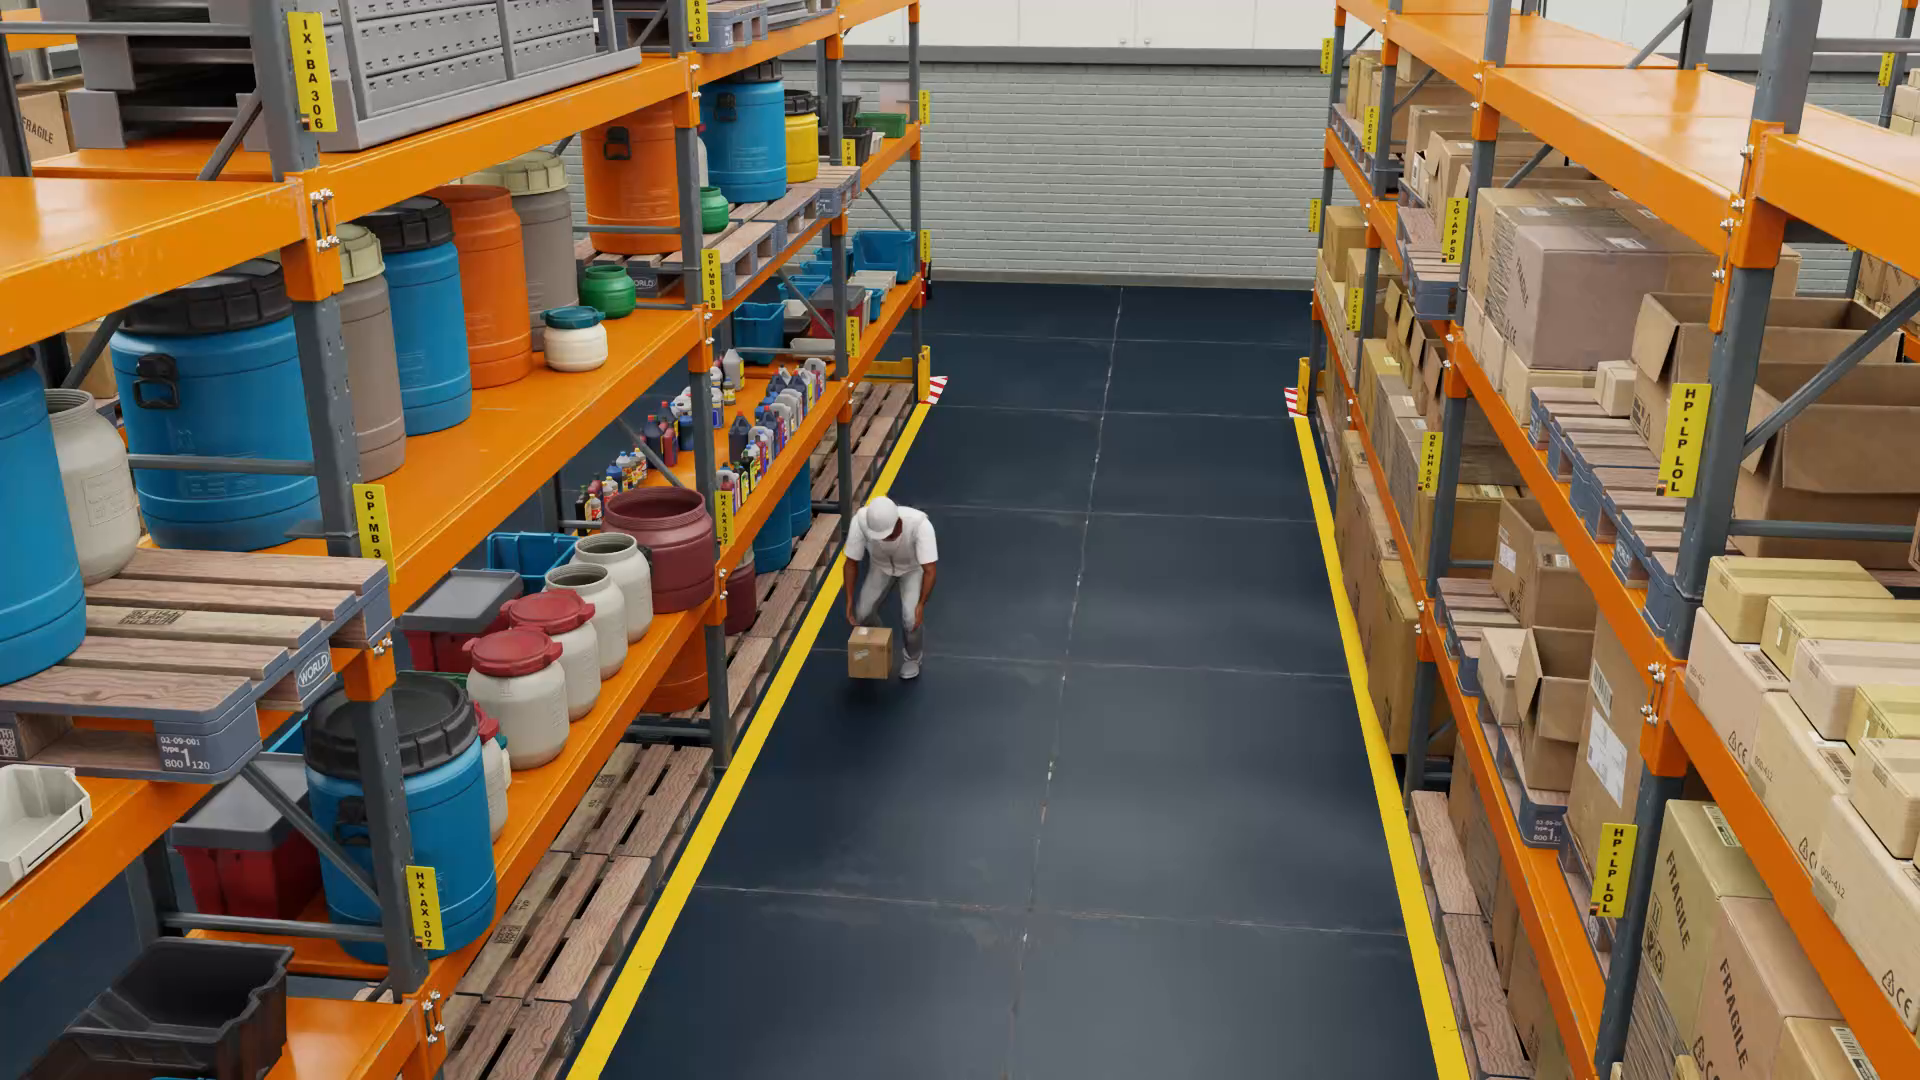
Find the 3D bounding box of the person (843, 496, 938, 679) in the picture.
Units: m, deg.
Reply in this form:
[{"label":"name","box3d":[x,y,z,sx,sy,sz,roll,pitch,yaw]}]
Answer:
[{"label":"person","box3d":[-0.422,0.262,10.954,0.631,1.346,0.790,6,22,15]}]
